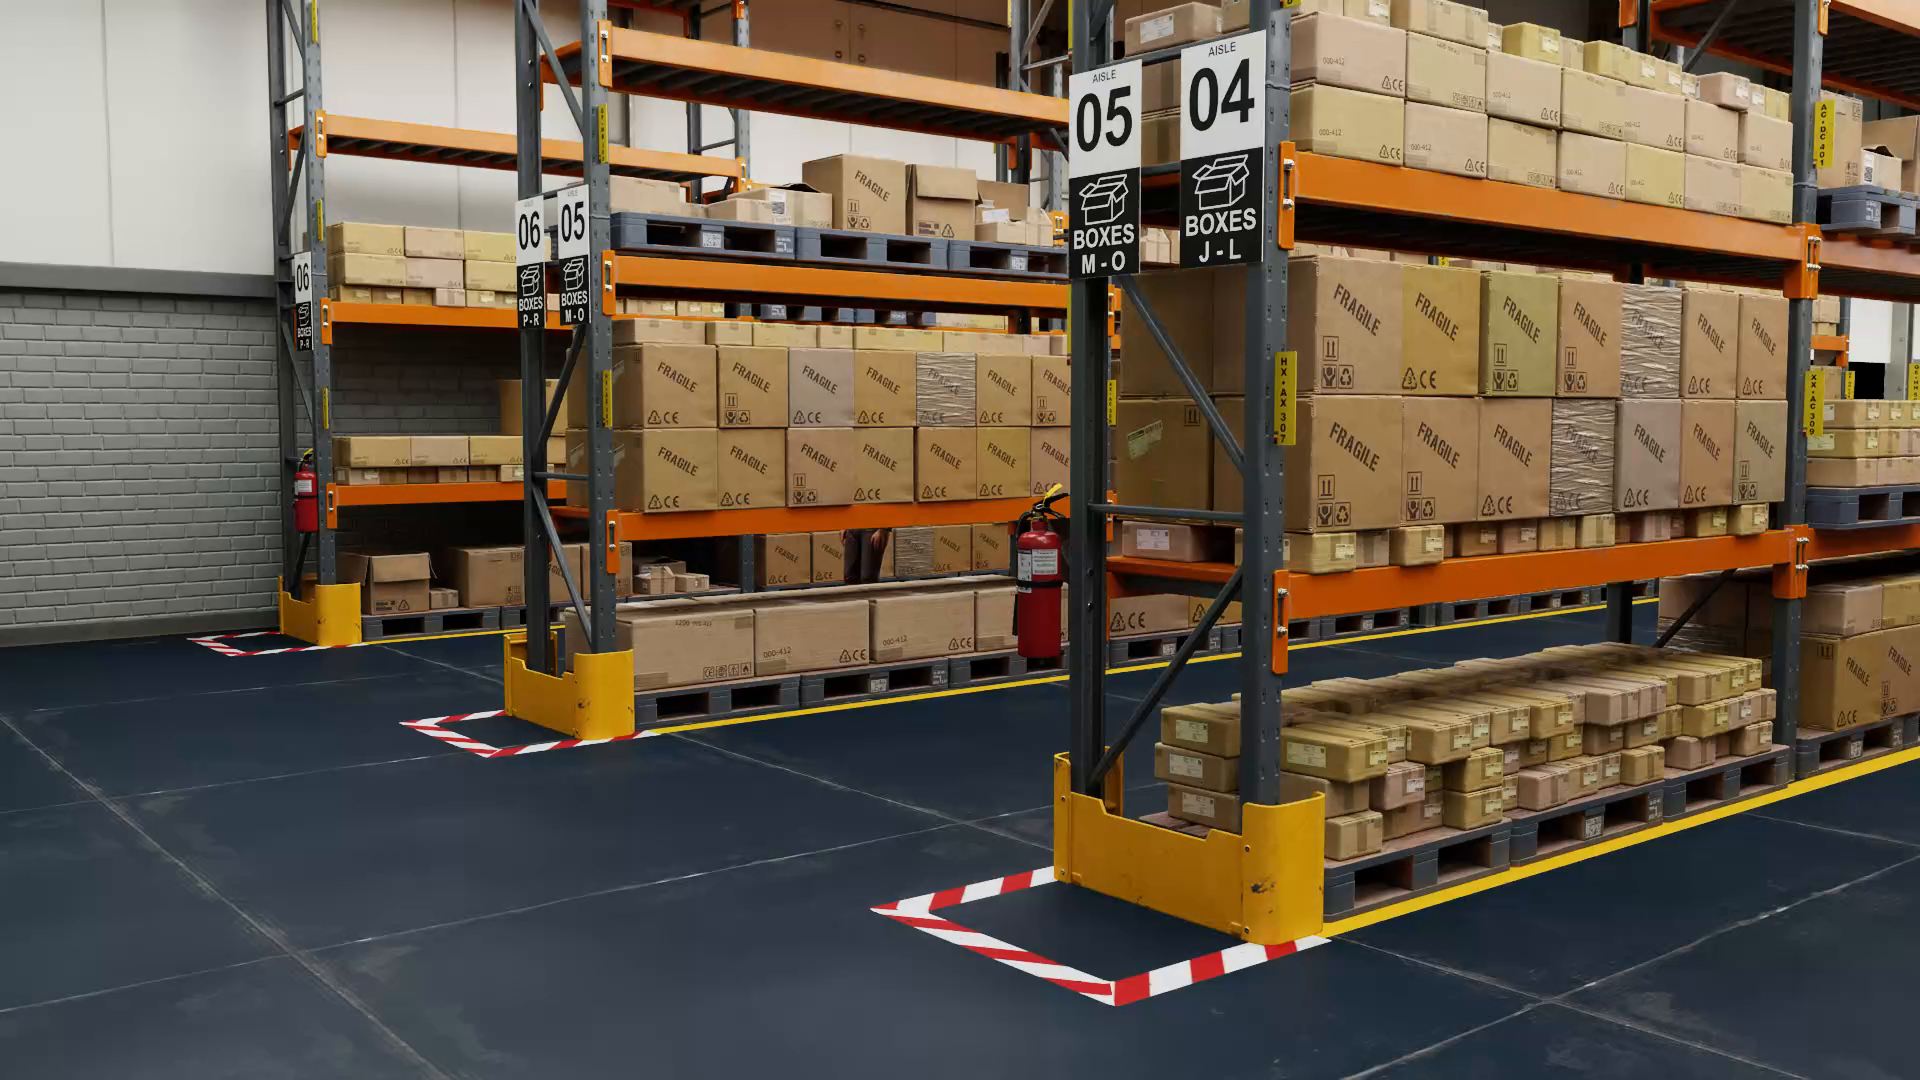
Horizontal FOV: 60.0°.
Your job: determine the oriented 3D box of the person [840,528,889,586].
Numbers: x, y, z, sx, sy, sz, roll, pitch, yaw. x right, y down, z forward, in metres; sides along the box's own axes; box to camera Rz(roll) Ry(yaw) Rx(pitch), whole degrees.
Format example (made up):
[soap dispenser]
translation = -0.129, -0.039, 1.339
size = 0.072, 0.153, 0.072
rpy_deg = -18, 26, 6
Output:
[person]
translation = -0.830, -0.060, 14.454
size = 0.364, 1.720, 0.585
rpy_deg = -4, 6, -40
